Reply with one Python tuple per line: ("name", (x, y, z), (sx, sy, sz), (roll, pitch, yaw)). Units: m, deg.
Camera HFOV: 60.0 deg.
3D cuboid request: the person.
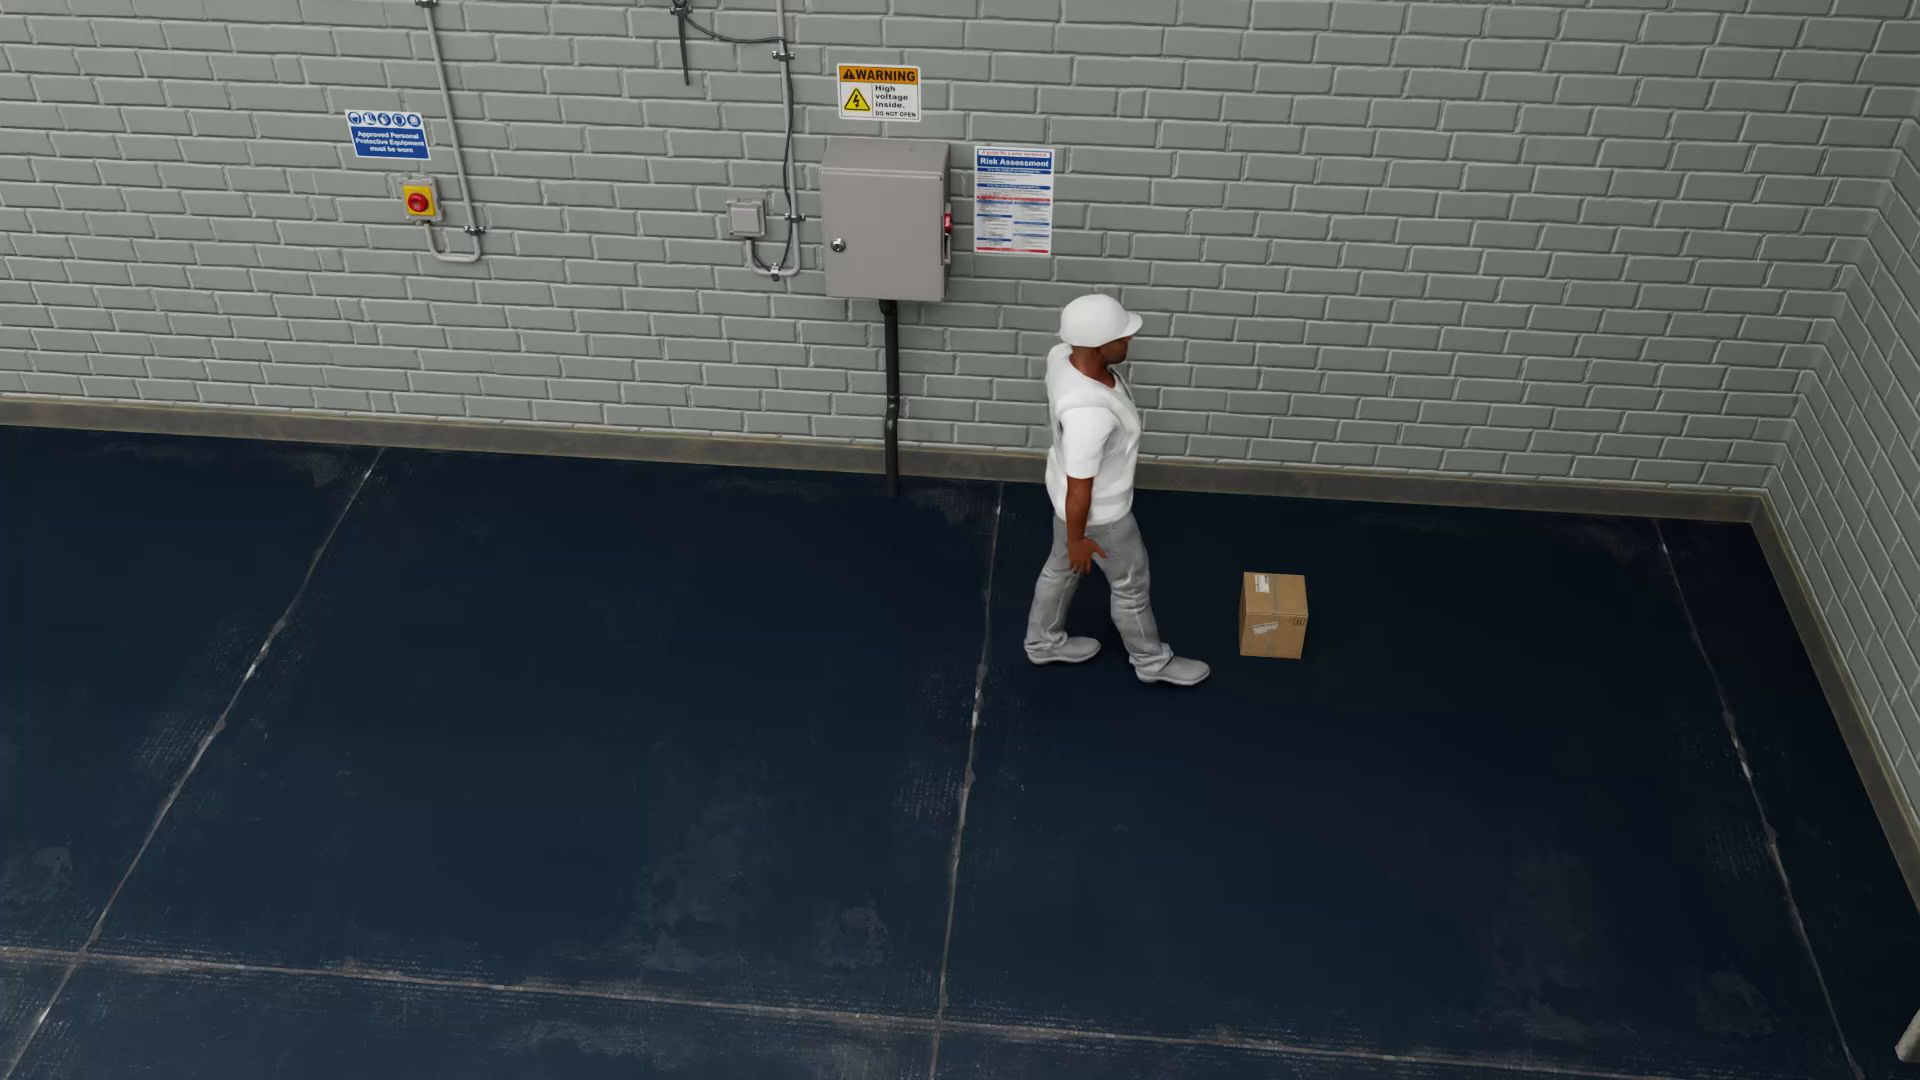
("person", (0.633, -0.195, 6.355), (0.742, 1.750, 0.591), (-5, 40, -6))
